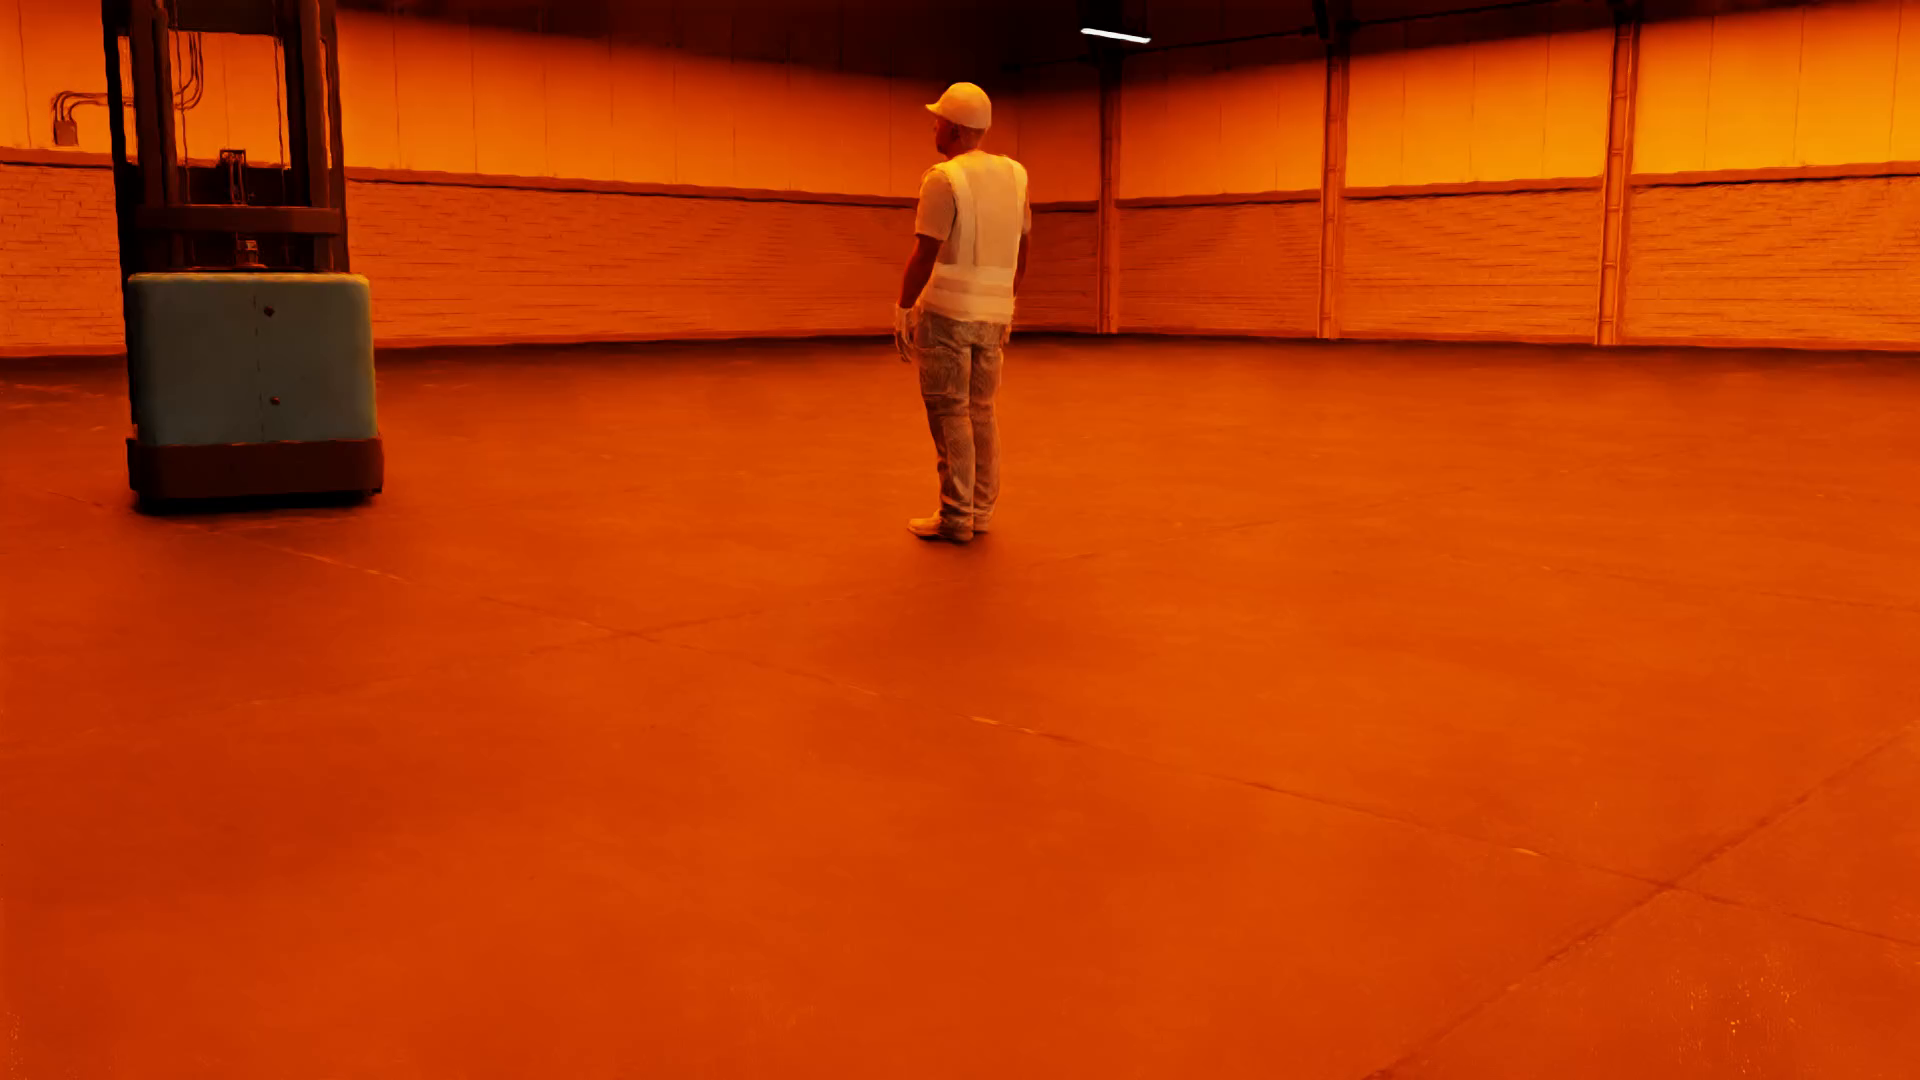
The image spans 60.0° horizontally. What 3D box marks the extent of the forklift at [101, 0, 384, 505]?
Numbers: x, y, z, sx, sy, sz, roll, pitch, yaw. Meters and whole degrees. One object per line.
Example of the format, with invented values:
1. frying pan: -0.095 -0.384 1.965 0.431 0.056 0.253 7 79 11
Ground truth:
1. forklift: -3.842 -1.790 8.759 1.130 2.935 3.031 -4 10 -26

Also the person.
1. person: -0.046 -0.897 6.639 0.576 1.782 0.655 8 12 43
